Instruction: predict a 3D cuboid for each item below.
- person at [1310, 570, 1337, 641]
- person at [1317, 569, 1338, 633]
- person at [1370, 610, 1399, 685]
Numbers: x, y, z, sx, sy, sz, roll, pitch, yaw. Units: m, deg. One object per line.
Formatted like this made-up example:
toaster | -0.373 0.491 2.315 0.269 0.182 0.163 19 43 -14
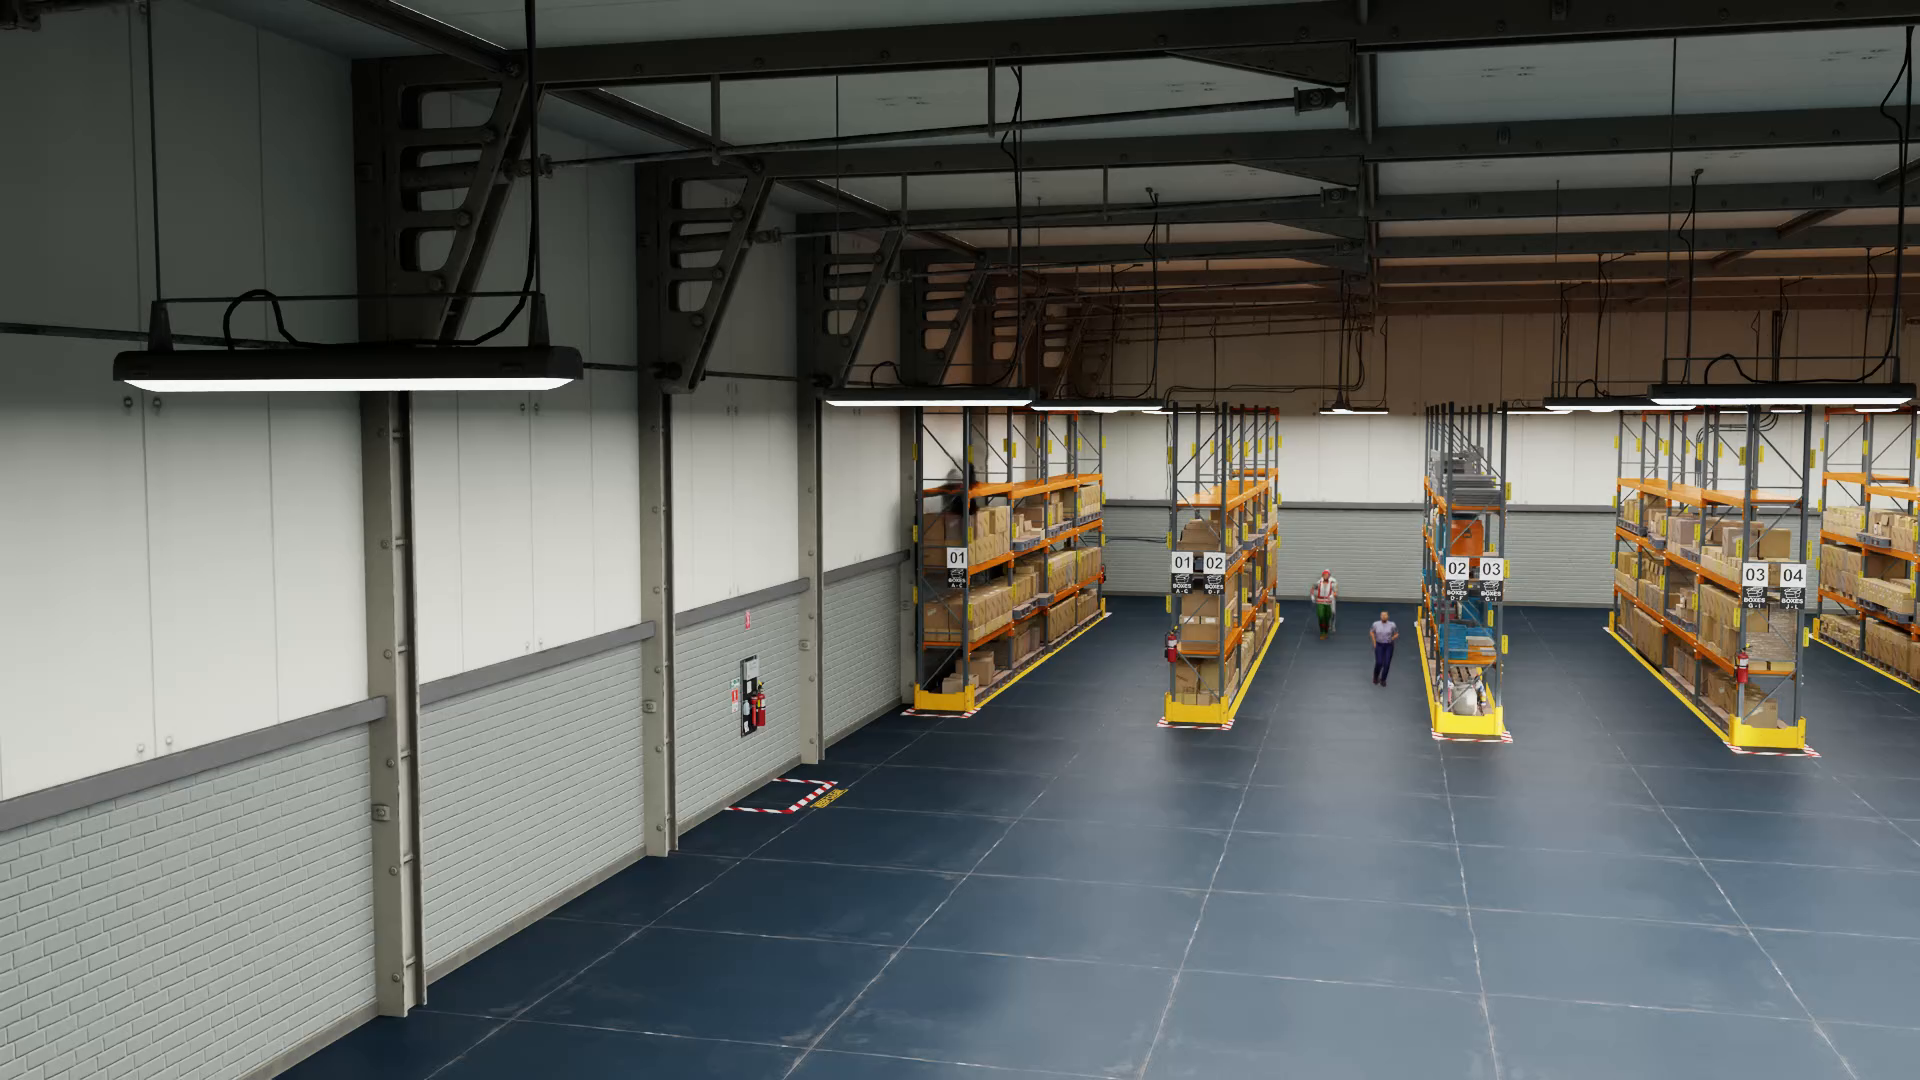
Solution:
person | 9.393 1.685 42.898 0.670 1.810 0.752 0 4 6
person | 9.823 1.636 44.489 0.557 1.731 0.758 1 4 10
person | 9.023 2.311 35.335 0.586 1.595 0.577 1 4 11
